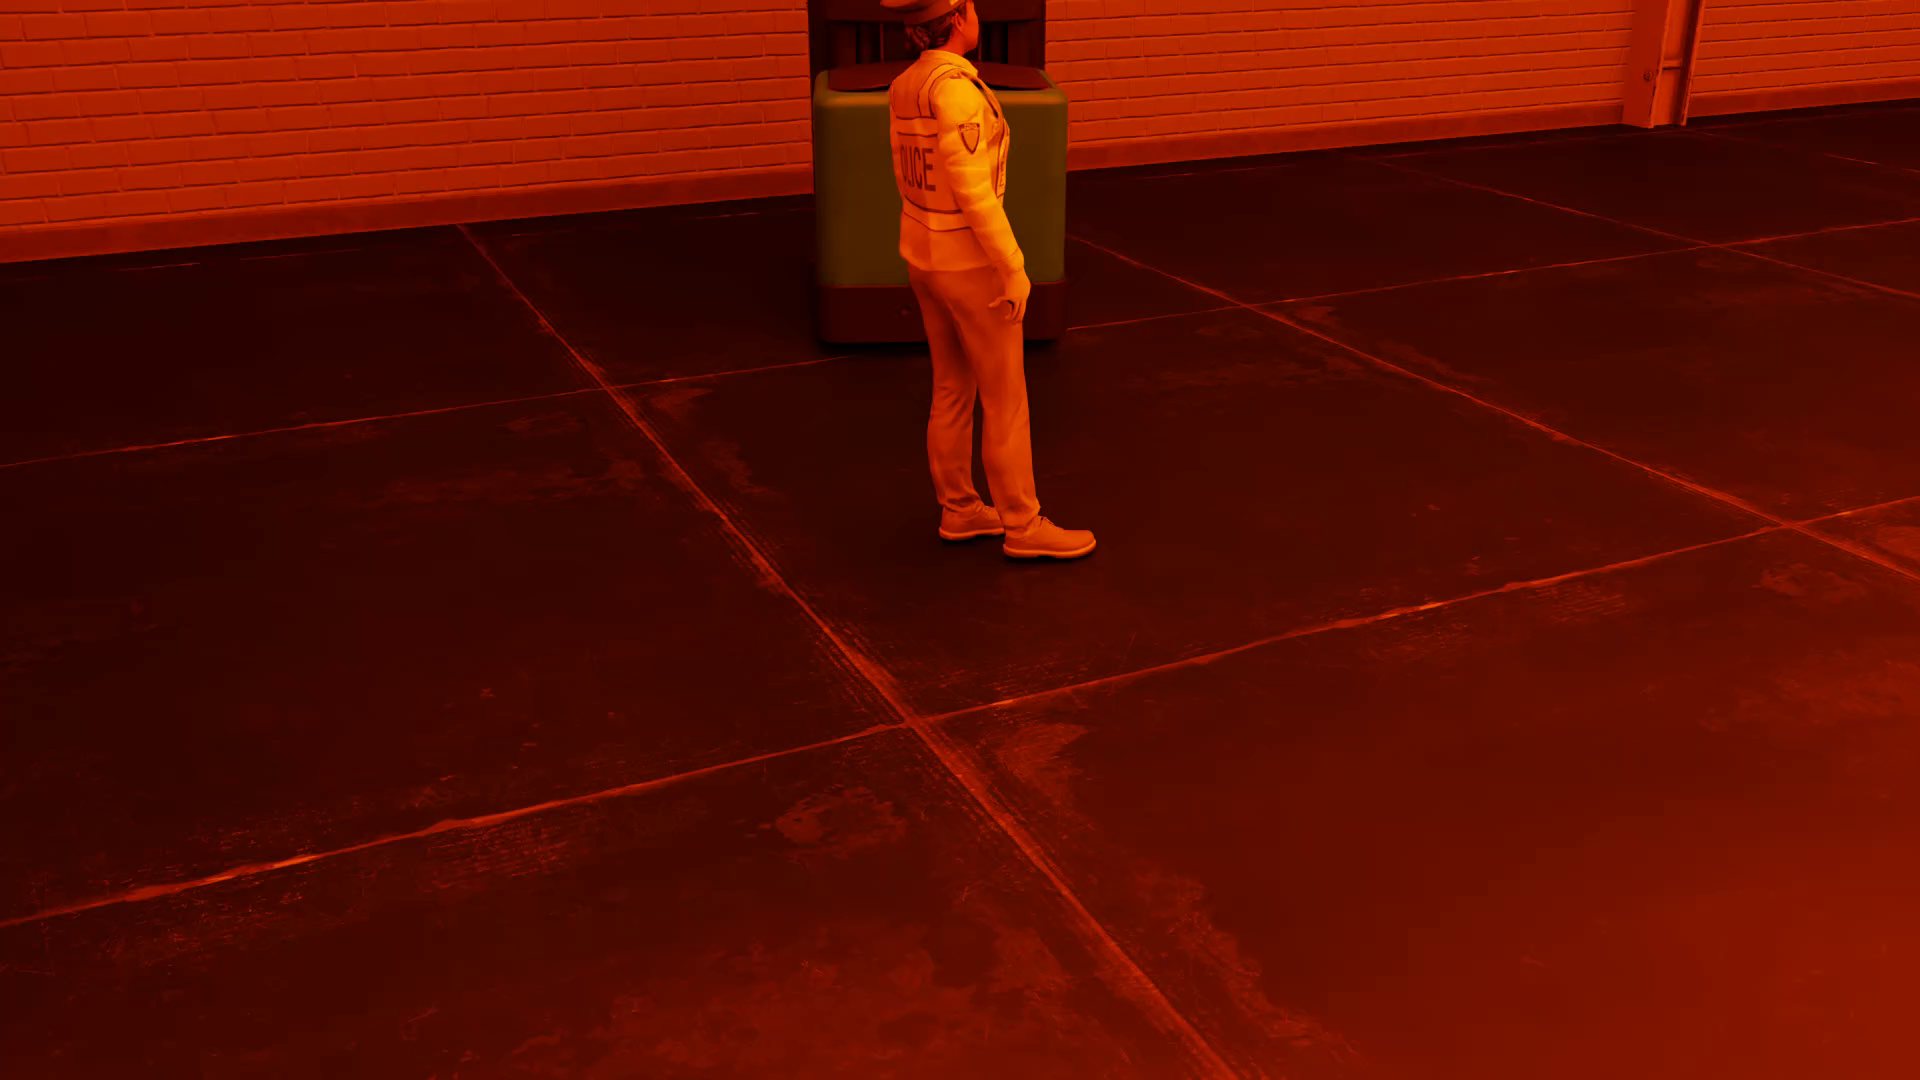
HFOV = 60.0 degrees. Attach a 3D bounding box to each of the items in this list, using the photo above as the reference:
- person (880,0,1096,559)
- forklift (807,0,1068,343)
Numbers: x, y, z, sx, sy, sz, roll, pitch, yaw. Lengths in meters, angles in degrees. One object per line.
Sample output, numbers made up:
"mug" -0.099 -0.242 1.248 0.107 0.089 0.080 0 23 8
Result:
"person" 0.063 -0.798 4.800 0.534 1.696 0.587 -10 25 -23
"forklift" -0.168 -2.689 7.760 1.130 2.935 3.031 -1 23 -3
